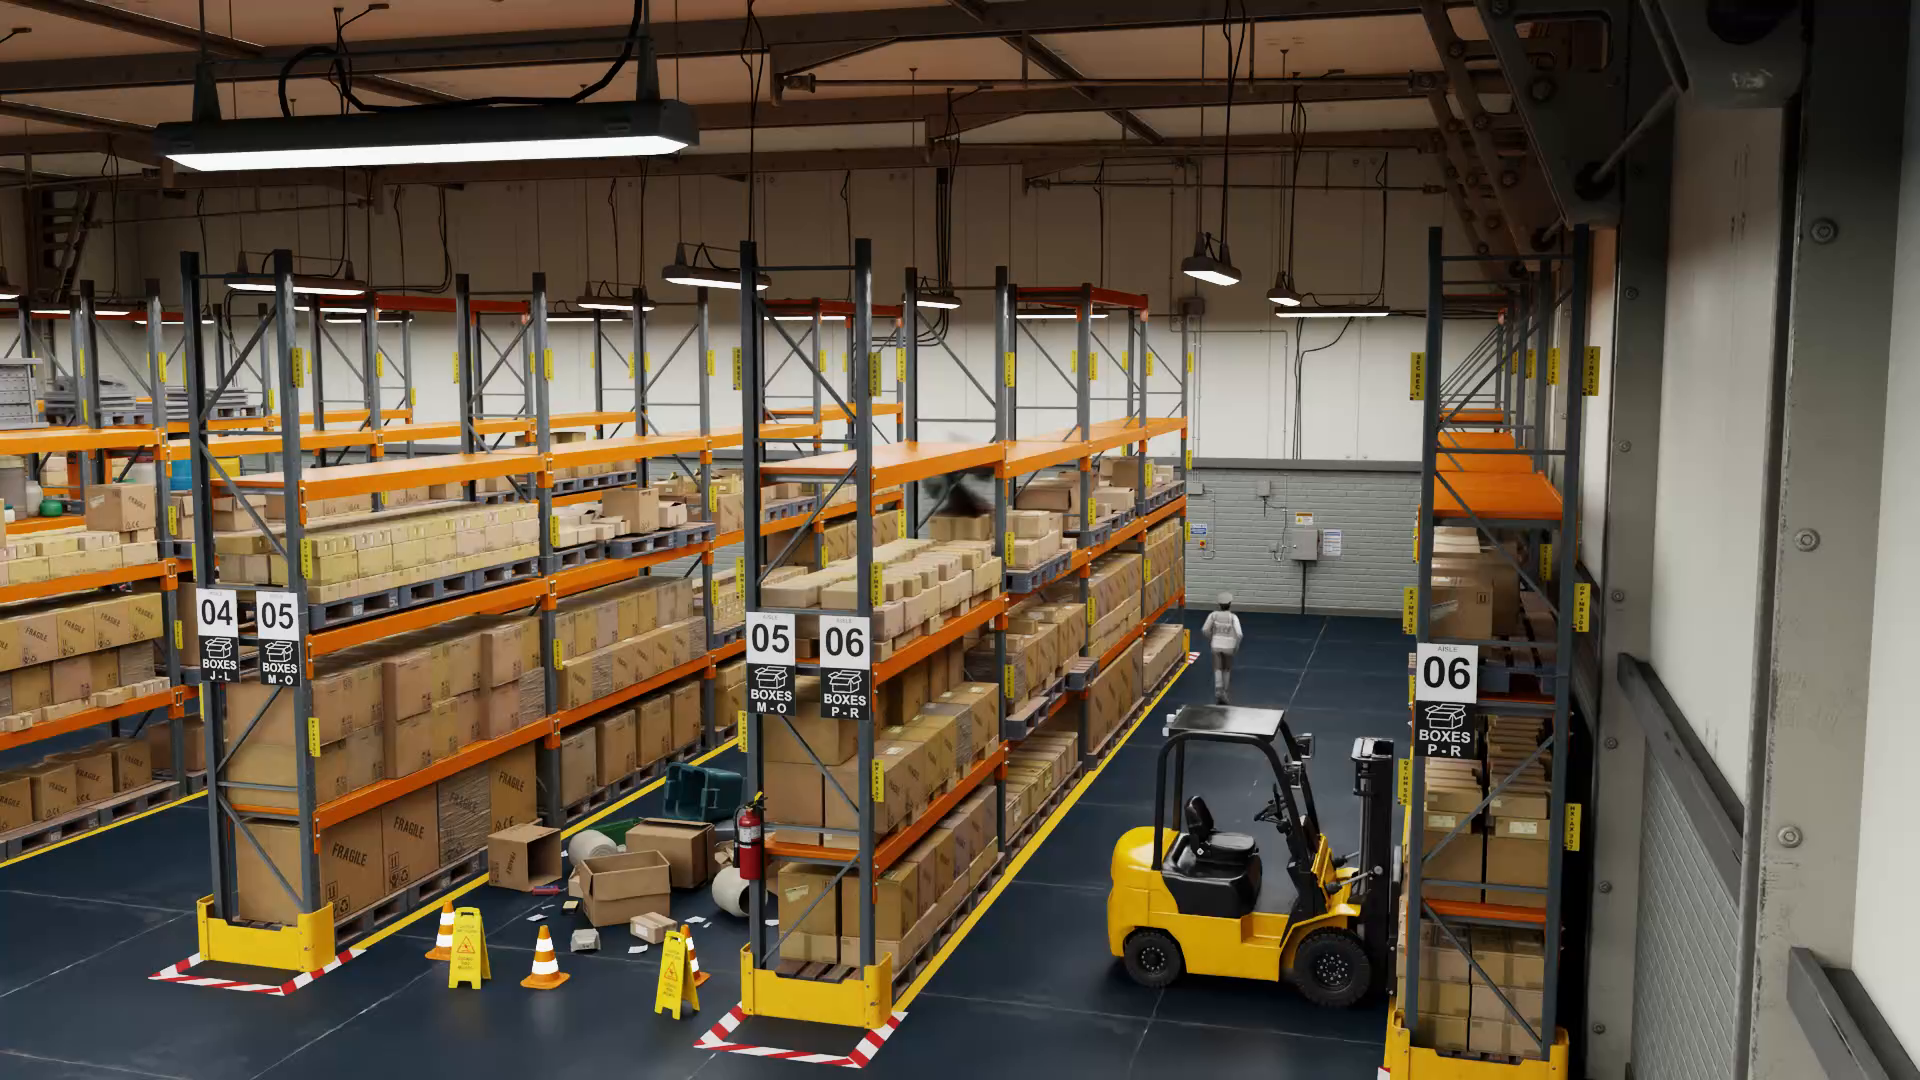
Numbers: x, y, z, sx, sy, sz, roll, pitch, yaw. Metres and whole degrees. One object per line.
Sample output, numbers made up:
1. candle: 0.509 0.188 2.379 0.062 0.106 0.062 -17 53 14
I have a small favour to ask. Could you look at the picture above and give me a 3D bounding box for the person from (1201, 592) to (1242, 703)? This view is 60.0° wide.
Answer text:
1. person: 3.860 1.612 24.487 0.614 1.684 0.647 2 7 19
